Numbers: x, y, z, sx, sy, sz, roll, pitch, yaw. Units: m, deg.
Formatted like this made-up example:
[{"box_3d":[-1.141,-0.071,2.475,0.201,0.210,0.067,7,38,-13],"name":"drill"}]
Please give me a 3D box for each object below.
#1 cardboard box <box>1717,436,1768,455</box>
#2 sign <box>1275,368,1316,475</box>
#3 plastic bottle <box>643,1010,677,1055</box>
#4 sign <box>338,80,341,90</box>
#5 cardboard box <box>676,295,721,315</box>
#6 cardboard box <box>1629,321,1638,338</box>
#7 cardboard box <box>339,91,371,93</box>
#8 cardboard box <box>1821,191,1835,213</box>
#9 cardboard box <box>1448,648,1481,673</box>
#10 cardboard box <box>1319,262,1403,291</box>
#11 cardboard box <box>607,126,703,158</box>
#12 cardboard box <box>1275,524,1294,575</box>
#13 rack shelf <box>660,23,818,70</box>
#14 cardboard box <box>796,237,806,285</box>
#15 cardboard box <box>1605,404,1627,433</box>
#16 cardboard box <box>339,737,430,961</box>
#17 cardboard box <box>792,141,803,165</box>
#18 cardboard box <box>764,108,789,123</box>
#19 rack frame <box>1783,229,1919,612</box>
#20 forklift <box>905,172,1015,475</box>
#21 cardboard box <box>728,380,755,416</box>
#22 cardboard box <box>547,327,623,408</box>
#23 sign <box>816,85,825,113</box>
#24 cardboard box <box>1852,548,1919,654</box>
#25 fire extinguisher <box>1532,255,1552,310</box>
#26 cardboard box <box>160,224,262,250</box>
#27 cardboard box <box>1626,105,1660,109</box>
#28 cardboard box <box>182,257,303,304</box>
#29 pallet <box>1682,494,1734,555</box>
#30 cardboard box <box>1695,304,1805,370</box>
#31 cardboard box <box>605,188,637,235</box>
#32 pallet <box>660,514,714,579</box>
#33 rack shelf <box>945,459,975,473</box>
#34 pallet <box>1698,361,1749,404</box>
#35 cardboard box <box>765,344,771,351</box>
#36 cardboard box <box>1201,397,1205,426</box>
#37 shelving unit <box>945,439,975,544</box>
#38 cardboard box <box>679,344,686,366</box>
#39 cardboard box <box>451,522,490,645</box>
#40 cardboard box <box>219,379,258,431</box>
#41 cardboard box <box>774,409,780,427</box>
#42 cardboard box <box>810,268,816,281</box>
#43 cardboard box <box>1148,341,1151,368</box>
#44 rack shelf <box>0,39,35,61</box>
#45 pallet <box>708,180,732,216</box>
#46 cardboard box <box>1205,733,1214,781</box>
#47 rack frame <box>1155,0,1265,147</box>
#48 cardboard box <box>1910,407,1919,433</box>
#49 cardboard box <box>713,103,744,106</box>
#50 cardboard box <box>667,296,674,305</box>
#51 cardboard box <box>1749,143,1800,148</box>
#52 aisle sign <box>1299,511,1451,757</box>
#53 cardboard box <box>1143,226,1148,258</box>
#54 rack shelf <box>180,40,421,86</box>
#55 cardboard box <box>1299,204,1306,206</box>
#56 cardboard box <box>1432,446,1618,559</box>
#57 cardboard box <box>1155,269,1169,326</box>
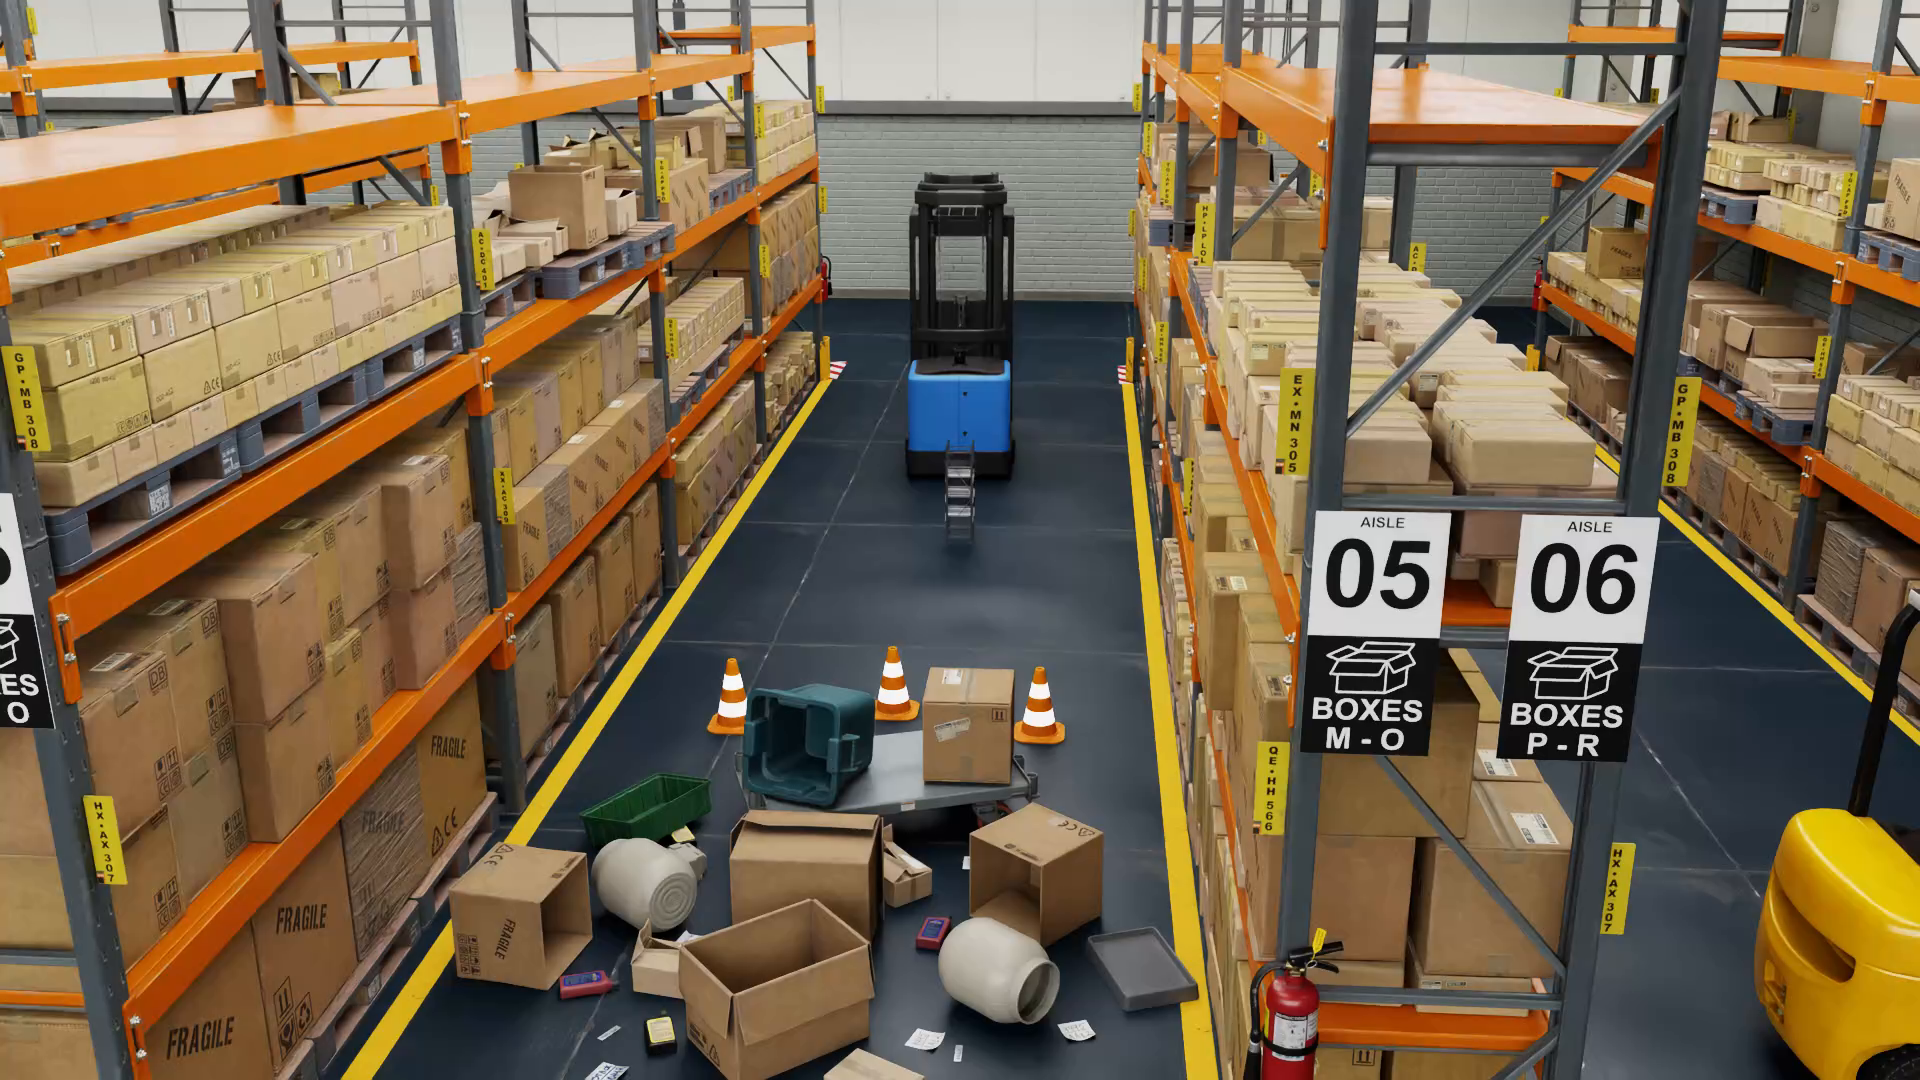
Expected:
[{"box_3d":[7.045,-0.826,14.926,0.380,0.149,0.250,1,18,4],"name":"cardboard box"},{"box_3d":[0.994,-0.351,4.937,0.100,0.325,0.005,1,18,4],"name":"sign"},{"box_3d":[-1.410,2.303,7.796,0.133,0.061,0.283,-5,19,-15],"name":"plastic bottle"},{"box_3d":[-7.744,-5.569,20.753,0.100,0.325,0.005,1,18,4],"name":"sign"},{"box_3d":[-2.451,-2.204,15.607,0.380,0.149,0.250,1,18,2],"name":"cardboard box"},{"box_3d":[7.126,-2.170,17.131,0.380,0.149,0.250,2,18,5],"name":"cardboard box"},{"box_3d":[-7.336,-5.062,19.740,0.700,0.500,0.500,1,18,2],"name":"cardboard box"},{"box_3d":[6.894,-2.600,12.824,0.380,0.149,0.250,1,18,3],"name":"cardboard box"},{"box_3d":[1.955,0.707,7.310,0.500,0.500,0.500,1,18,3],"name":"cardboard box"},{"box_3d":[2.028,-1.310,8.409,0.380,0.149,0.250,2,18,5],"name":"cardboard box"},{"box_3d":[-2.780,-3.489,15.097,0.797,0.503,0.637,1,18,3],"name":"cardboard box"},{"box_3d":[1.278,0.013,5.652,0.380,0.149,0.250,1,18,4],"name":"cardboard box"},{"box_3d":[-2.395,-5.421,18.175,1.077,0.370,4.000,1,18,4],"name":"rack shelf"},{"box_3d":[-2.096,-3.260,19.417,0.500,0.500,0.500,1,18,4],"name":"cardboard box"},{"box_3d":[7.130,-1.294,17.771,0.396,0.266,0.258,2,18,6],"name":"cardboard box"},{"box_3d":[-3.287,1.477,8.337,0.875,0.875,0.875,1,18,4],"name":"cardboard box"},{"box_3d":[-2.098,-4.429,19.046,0.500,0.250,0.500,2,18,6],"name":"cardboard box"},{"box_3d":[-2.114,-4.728,18.516,0.380,0.149,0.250,1,18,2],"name":"cardboard box"},{"box_3d":[7.071,-0.861,12.733,1.000,3.000,0.127,1,18,4],"name":"rack frame"},{"box_3d":[0.023,-2.451,17.696,1.130,2.935,3.031,0,18,1],"name":"forklift"},{"box_3d":[-2.339,-1.423,16.584,0.500,0.250,0.500,1,18,2],"name":"cardboard box"},{"box_3d":[-2.902,-1.276,12.234,0.700,0.500,0.500,1,18,3],"name":"cardboard box"},{"box_3d":[-1.699,-5.362,20.230,0.100,0.325,0.005,1,18,4],"name":"sign"},{"box_3d":[6.974,0.465,11.827,0.875,0.625,0.625,2,18,6],"name":"cardboard box"},{"box_3d":[7.194,-3.188,20.557,0.296,0.674,0.183,1,18,4],"name":"fire extinguisher"},{"box_3d":[-3.530,-1.397,7.840,0.380,0.149,0.250,1,18,3],"name":"cardboard box"},{"box_3d":[7.853,-4.773,18.815,0.500,0.250,0.500,1,18,2],"name":"cardboard box"},{"box_3d":[-2.946,-1.068,6.835,0.380,0.149,0.250,2,18,5],"name":"cardboard box"},{"box_3d":[7.252,-0.145,15.026,1.003,0.211,1.213,1,18,4],"name":"pallet"},{"box_3d":[7.007,-1.800,14.765,0.700,0.500,0.500,1,18,4],"name":"cardboard box"},{"box_3d":[-2.600,-2.348,11.764,0.500,0.311,0.500,1,18,4],"name":"cardboard box"},{"box_3d":[-2.767,0.033,14.484,1.003,0.211,1.213,1,18,4],"name":"pallet"},{"box_3d":[0.001,-0.655,14.717,0.258,0.077,0.200,1,18,4],"name":"rack shelf"},{"box_3d":[7.206,-1.374,14.607,1.003,0.211,1.213,1,18,4],"name":"pallet"},{"box_3d":[-2.527,-2.418,20.435,0.380,0.149,0.250,2,18,5],"name":"cardboard box"},{"box_3d":[1.677,-0.788,10.155,0.380,0.149,0.250,1,18,2],"name":"cardboard box"},{"box_3d":[0.001,-0.430,14.791,0.258,0.900,0.210,1,18,4],"name":"shelving unit"},{"box_3d":[-2.557,-1.584,14.191,0.380,0.149,0.250,1,18,2],"name":"cardboard box"},{"box_3d":[-3.126,0.236,9.144,0.875,0.550,0.550,1,18,4],"name":"cardboard box"},{"box_3d":[-2.982,-0.531,6.478,0.380,0.149,0.250,1,18,4],"name":"cardboard box"},{"box_3d":[-2.172,-1.325,18.054,0.380,0.149,0.250,2,18,6],"name":"cardboard box"},{"box_3d":[-1.993,-3.307,20.603,0.380,0.149,0.250,1,18,4],"name":"cardboard box"},{"box_3d":[2.024,-1.691,15.508,0.500,0.250,0.500,1,18,3],"name":"cardboard box"},{"box_3d":[-12.275,-5.485,19.007,1.077,0.370,4.000,1,18,4],"name":"rack shelf"},{"box_3d":[-2.760,-3.117,15.101,1.213,0.211,1.003,1,18,4],"name":"pallet"},{"box_3d":[1.418,1.089,8.279,0.380,0.149,0.250,2,18,6],"name":"cardboard box"},{"box_3d":[2.407,-5.064,15.925,1.000,3.000,0.127,1,18,4],"name":"rack frame"},{"box_3d":[6.749,-0.801,11.347,0.380,0.149,0.250,1,18,5],"name":"cardboard box"},{"box_3d":[-2.648,-4.983,19.294,0.380,0.149,0.250,2,18,5],"name":"cardboard box"},{"box_3d":[-3.042,-2.321,16.440,0.380,0.149,0.250,1,18,3],"name":"cardboard box"},{"box_3d":[7.447,-3.544,15.194,0.380,0.149,0.250,1,18,3],"name":"cardboard box"},{"box_3d":[1.253,0.292,5.041,0.394,0.787,0.004,1,18,4],"name":"aisle sign"},{"box_3d":[2.209,-3.046,17.634,0.500,0.500,0.500,1,18,3],"name":"cardboard box"},{"box_3d":[-7.334,-5.374,18.670,1.077,0.370,4.000,1,18,4],"name":"rack shelf"},{"box_3d":[2.039,-1.971,11.137,0.797,0.503,0.637,1,18,4],"name":"cardboard box"},{"box_3d":[1.848,-0.132,5.453,0.500,0.250,0.500,1,18,3],"name":"cardboard box"},{"box_3d":[2.010,-2.130,14.841,0.500,0.500,0.500,1,18,3],"name":"cardboard box"}]
